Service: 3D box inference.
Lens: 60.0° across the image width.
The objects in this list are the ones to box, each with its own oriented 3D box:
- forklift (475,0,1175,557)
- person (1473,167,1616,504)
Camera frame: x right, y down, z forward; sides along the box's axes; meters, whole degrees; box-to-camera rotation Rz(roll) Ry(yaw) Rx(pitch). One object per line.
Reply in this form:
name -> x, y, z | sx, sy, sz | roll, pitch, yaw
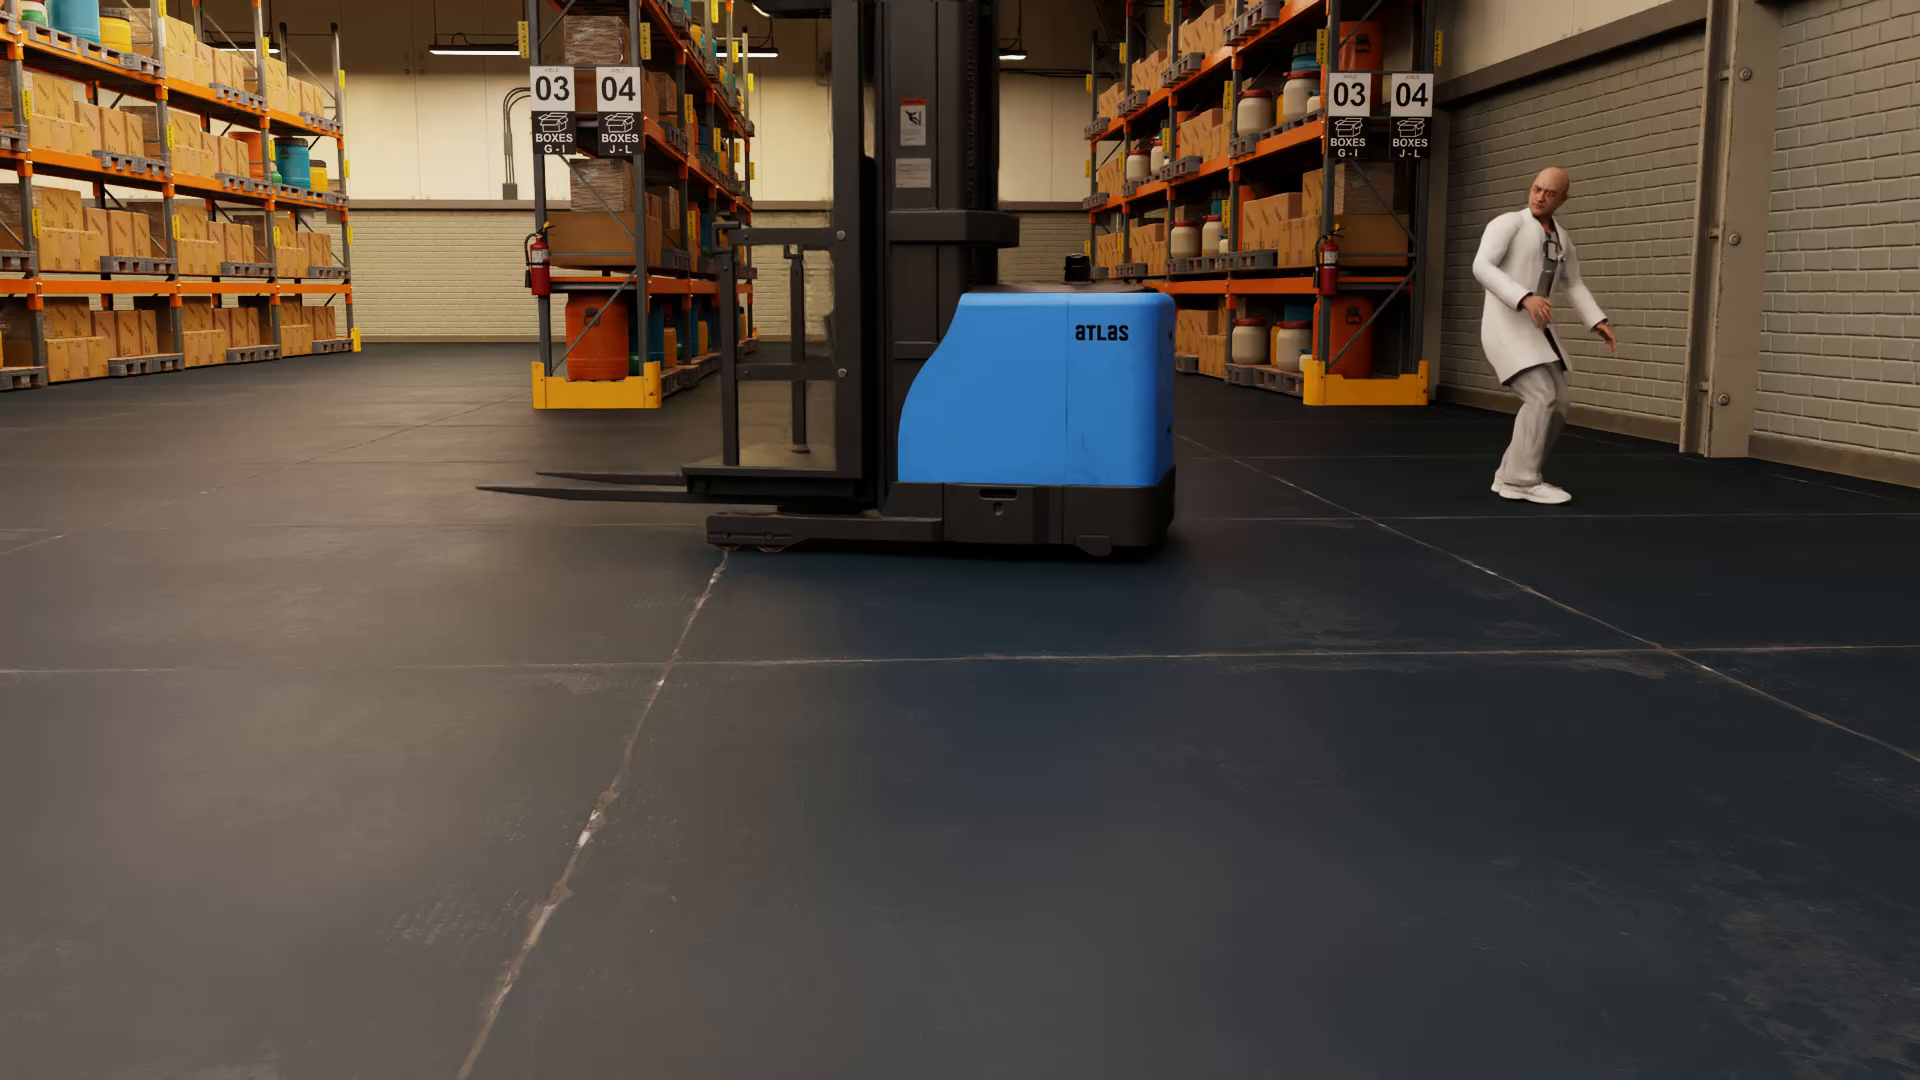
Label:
forklift -> -0.599, -1.467, 7.210 | 3.031, 2.935, 1.130 | 2, 9, 11
person -> 3.031, -1.058, 8.658 | 0.817, 1.730, 0.546 | -7, 11, -40
